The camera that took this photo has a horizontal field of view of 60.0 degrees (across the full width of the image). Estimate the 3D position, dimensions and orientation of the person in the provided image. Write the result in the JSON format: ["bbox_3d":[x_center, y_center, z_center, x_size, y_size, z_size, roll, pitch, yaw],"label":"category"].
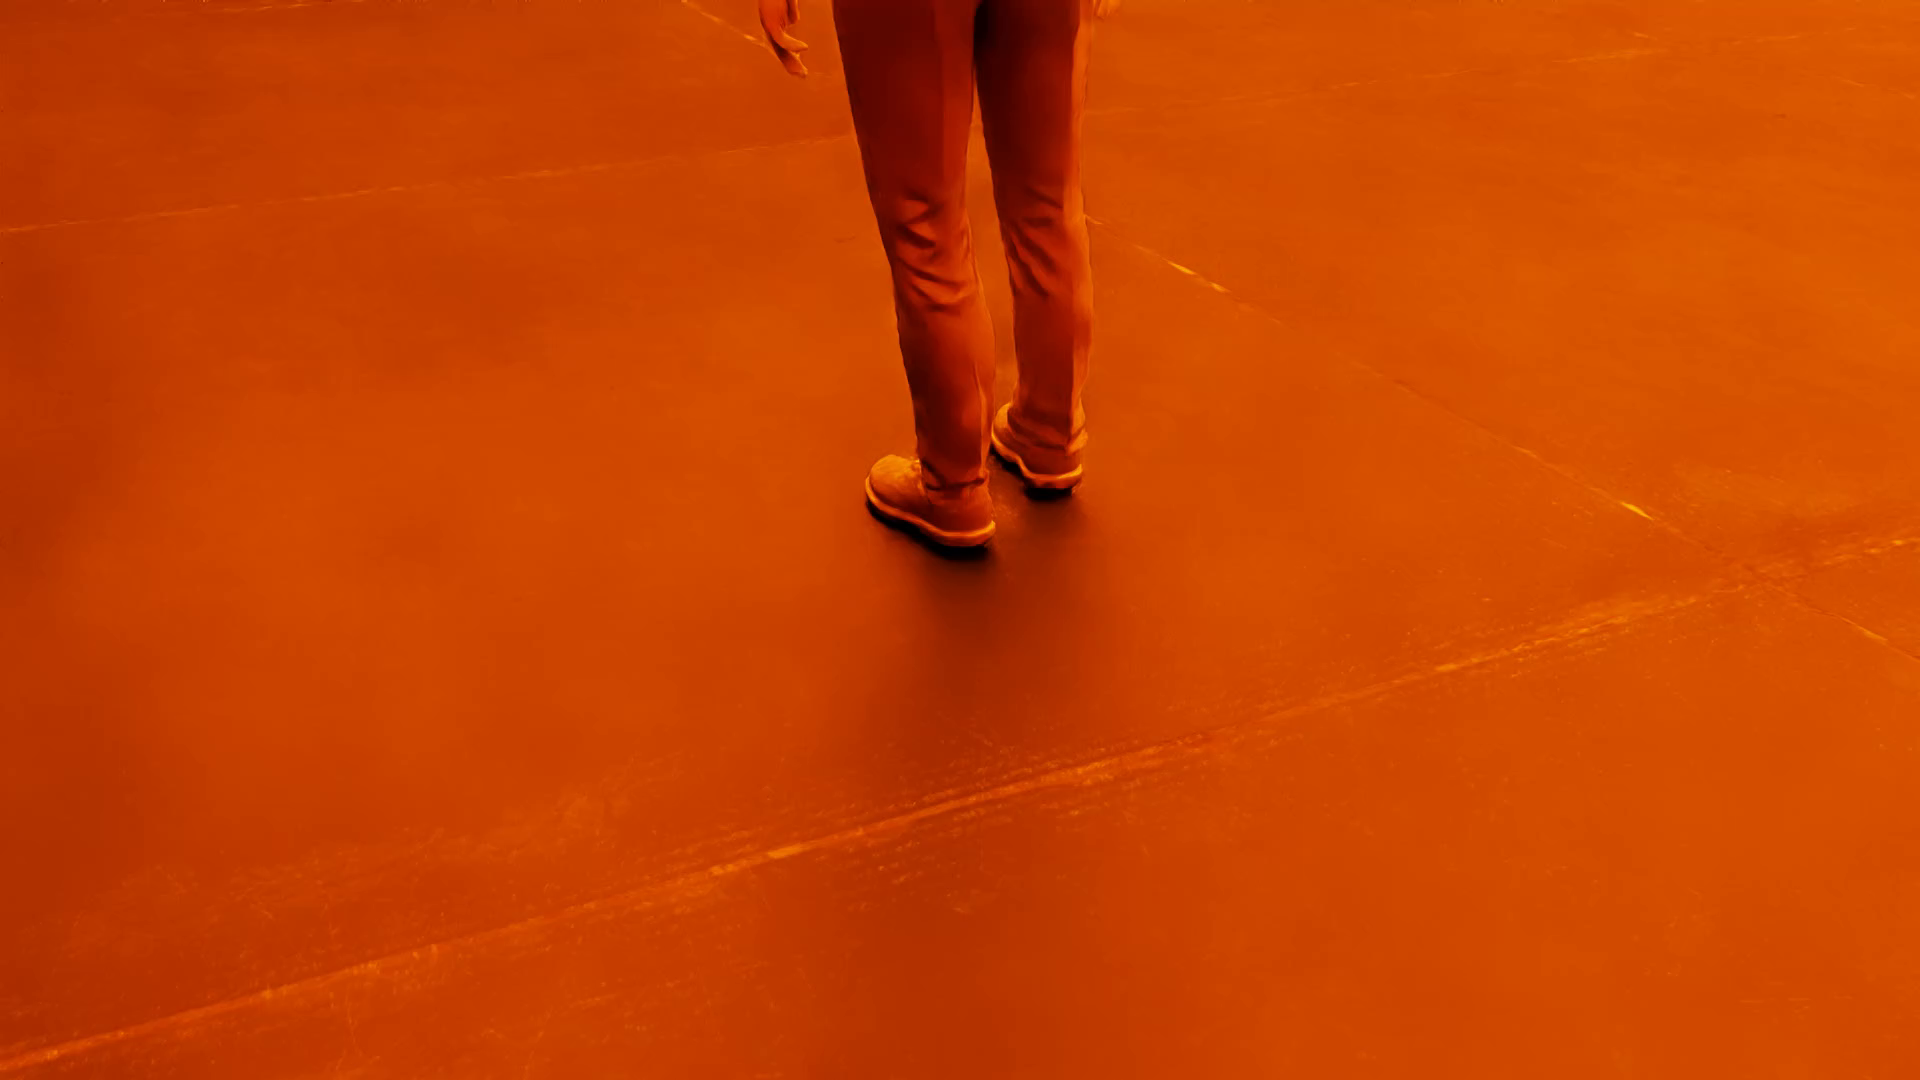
[{"bbox_3d":[-0.022,-0.790,2.167,0.586,1.695,0.533,-12,29,-22],"label":"person"}]
